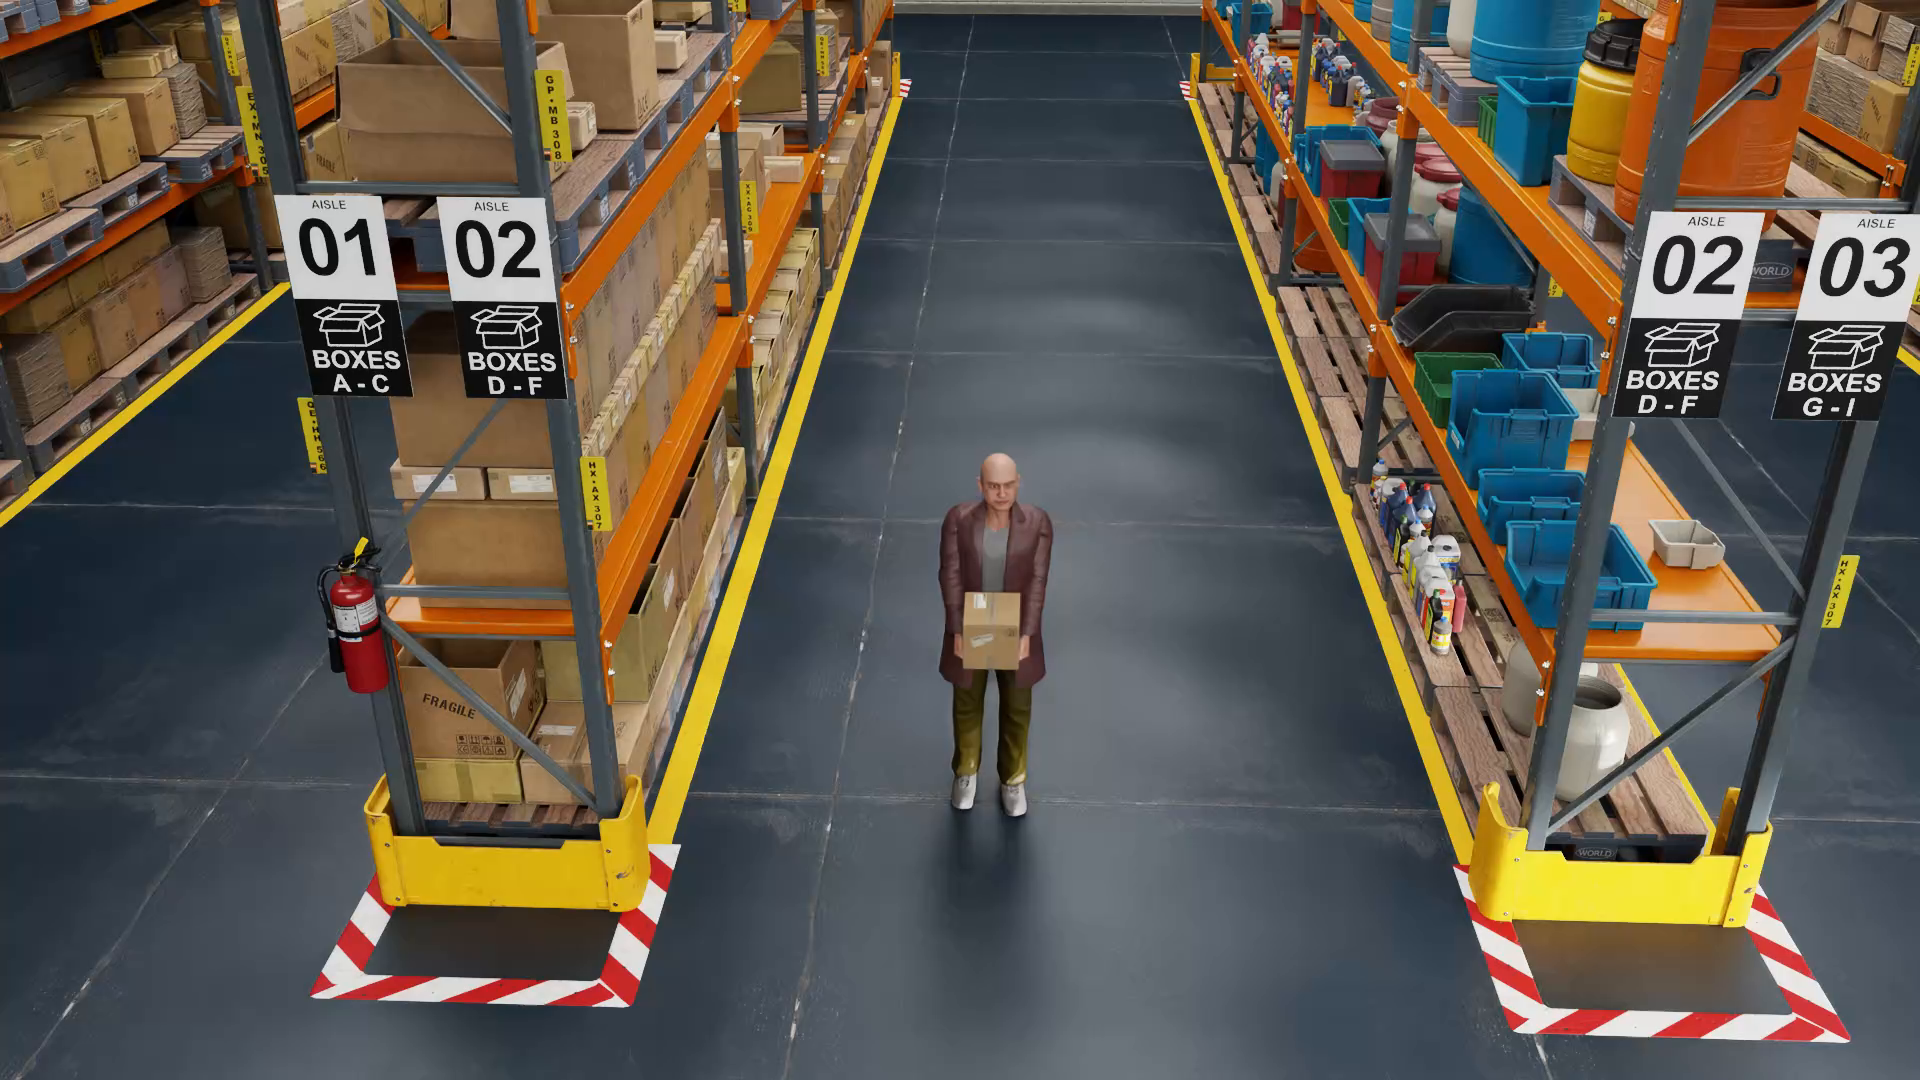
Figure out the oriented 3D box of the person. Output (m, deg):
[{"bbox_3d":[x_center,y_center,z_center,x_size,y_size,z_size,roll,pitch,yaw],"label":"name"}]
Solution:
[{"bbox_3d":[0.158,0.482,7.719,0.526,1.776,0.553,1,28,2],"label":"person"}]
